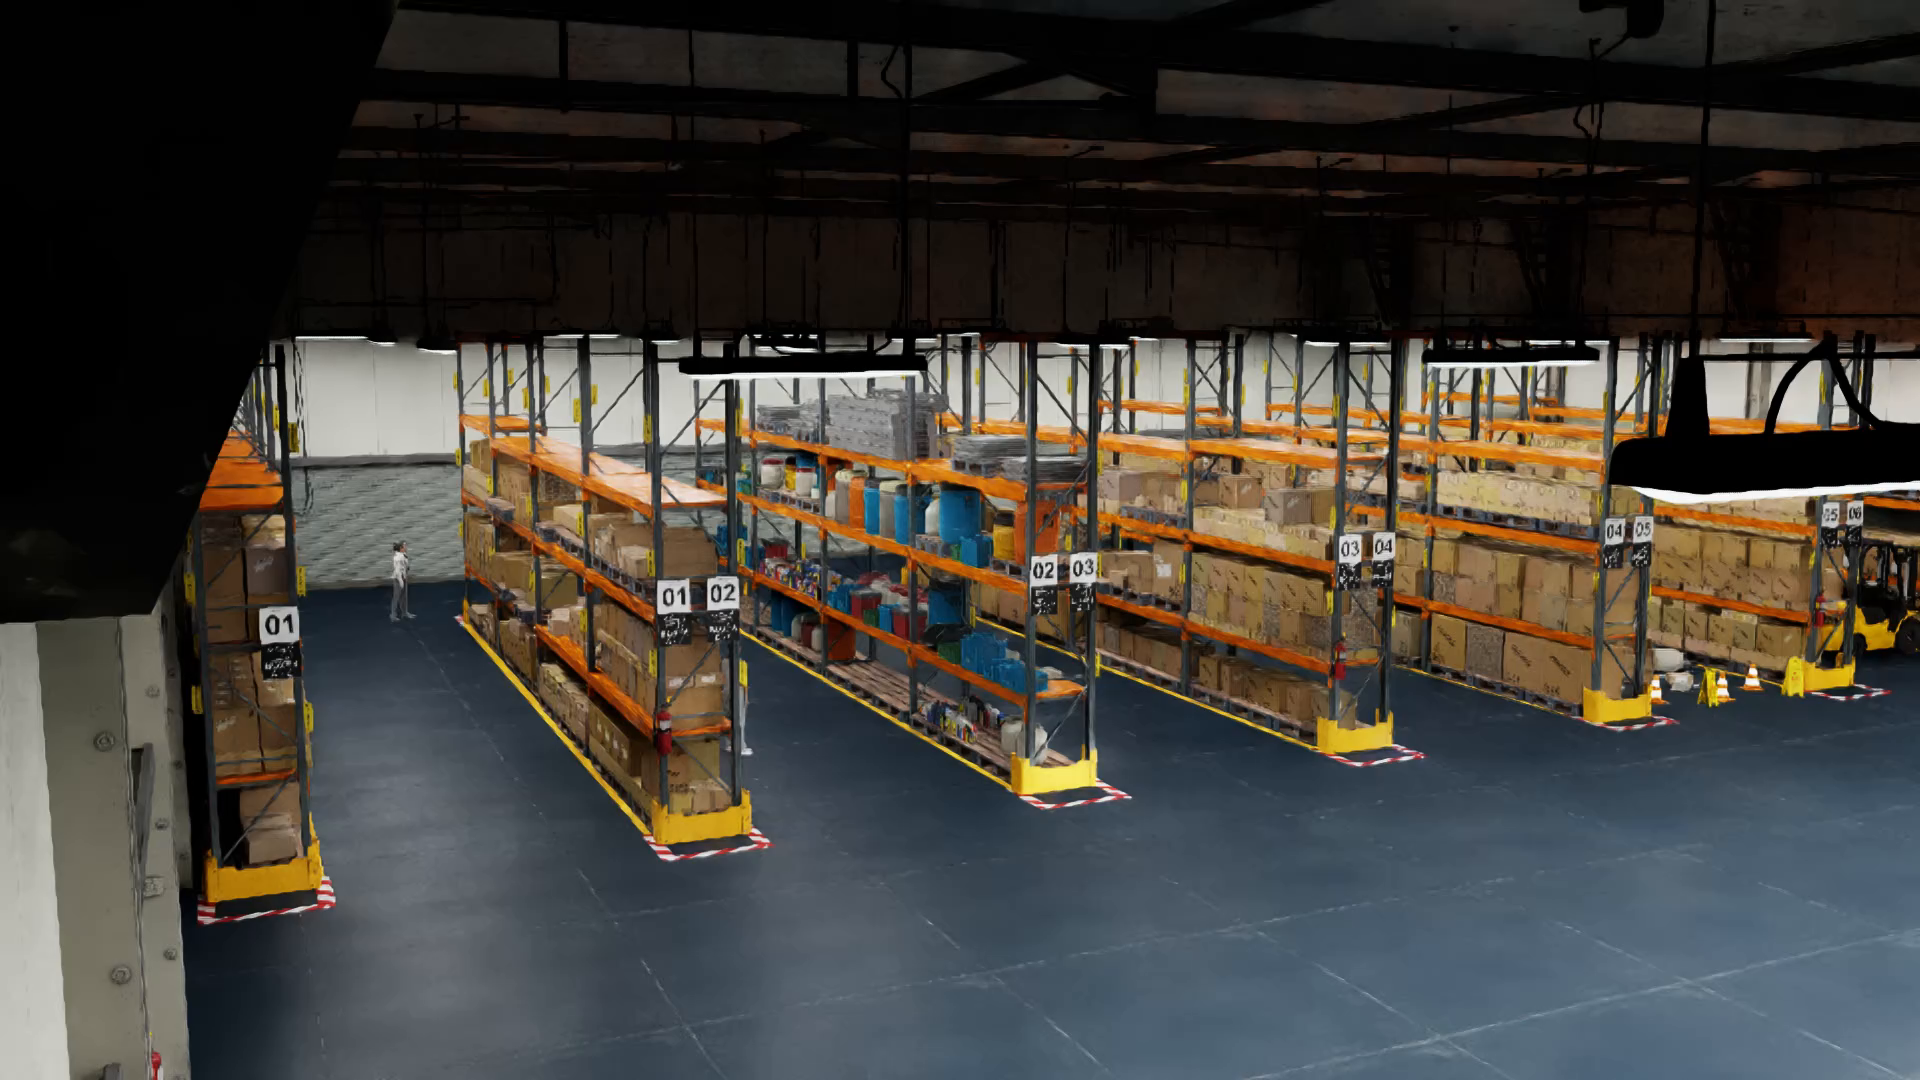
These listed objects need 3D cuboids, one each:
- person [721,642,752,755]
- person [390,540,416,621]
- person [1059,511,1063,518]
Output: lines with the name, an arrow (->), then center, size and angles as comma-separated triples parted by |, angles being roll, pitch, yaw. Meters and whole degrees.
person -> -3.224, 2.254, 24.067 | 0.496, 1.675, 0.441 | 5, 9, 34
person -> -11.661, 0.828, 34.663 | 0.445, 1.678, 0.561 | -1, 8, -4
person -> 2.591, -0.541, 44.935 | 0.509, 1.660, 0.551 | 2, 8, 12
